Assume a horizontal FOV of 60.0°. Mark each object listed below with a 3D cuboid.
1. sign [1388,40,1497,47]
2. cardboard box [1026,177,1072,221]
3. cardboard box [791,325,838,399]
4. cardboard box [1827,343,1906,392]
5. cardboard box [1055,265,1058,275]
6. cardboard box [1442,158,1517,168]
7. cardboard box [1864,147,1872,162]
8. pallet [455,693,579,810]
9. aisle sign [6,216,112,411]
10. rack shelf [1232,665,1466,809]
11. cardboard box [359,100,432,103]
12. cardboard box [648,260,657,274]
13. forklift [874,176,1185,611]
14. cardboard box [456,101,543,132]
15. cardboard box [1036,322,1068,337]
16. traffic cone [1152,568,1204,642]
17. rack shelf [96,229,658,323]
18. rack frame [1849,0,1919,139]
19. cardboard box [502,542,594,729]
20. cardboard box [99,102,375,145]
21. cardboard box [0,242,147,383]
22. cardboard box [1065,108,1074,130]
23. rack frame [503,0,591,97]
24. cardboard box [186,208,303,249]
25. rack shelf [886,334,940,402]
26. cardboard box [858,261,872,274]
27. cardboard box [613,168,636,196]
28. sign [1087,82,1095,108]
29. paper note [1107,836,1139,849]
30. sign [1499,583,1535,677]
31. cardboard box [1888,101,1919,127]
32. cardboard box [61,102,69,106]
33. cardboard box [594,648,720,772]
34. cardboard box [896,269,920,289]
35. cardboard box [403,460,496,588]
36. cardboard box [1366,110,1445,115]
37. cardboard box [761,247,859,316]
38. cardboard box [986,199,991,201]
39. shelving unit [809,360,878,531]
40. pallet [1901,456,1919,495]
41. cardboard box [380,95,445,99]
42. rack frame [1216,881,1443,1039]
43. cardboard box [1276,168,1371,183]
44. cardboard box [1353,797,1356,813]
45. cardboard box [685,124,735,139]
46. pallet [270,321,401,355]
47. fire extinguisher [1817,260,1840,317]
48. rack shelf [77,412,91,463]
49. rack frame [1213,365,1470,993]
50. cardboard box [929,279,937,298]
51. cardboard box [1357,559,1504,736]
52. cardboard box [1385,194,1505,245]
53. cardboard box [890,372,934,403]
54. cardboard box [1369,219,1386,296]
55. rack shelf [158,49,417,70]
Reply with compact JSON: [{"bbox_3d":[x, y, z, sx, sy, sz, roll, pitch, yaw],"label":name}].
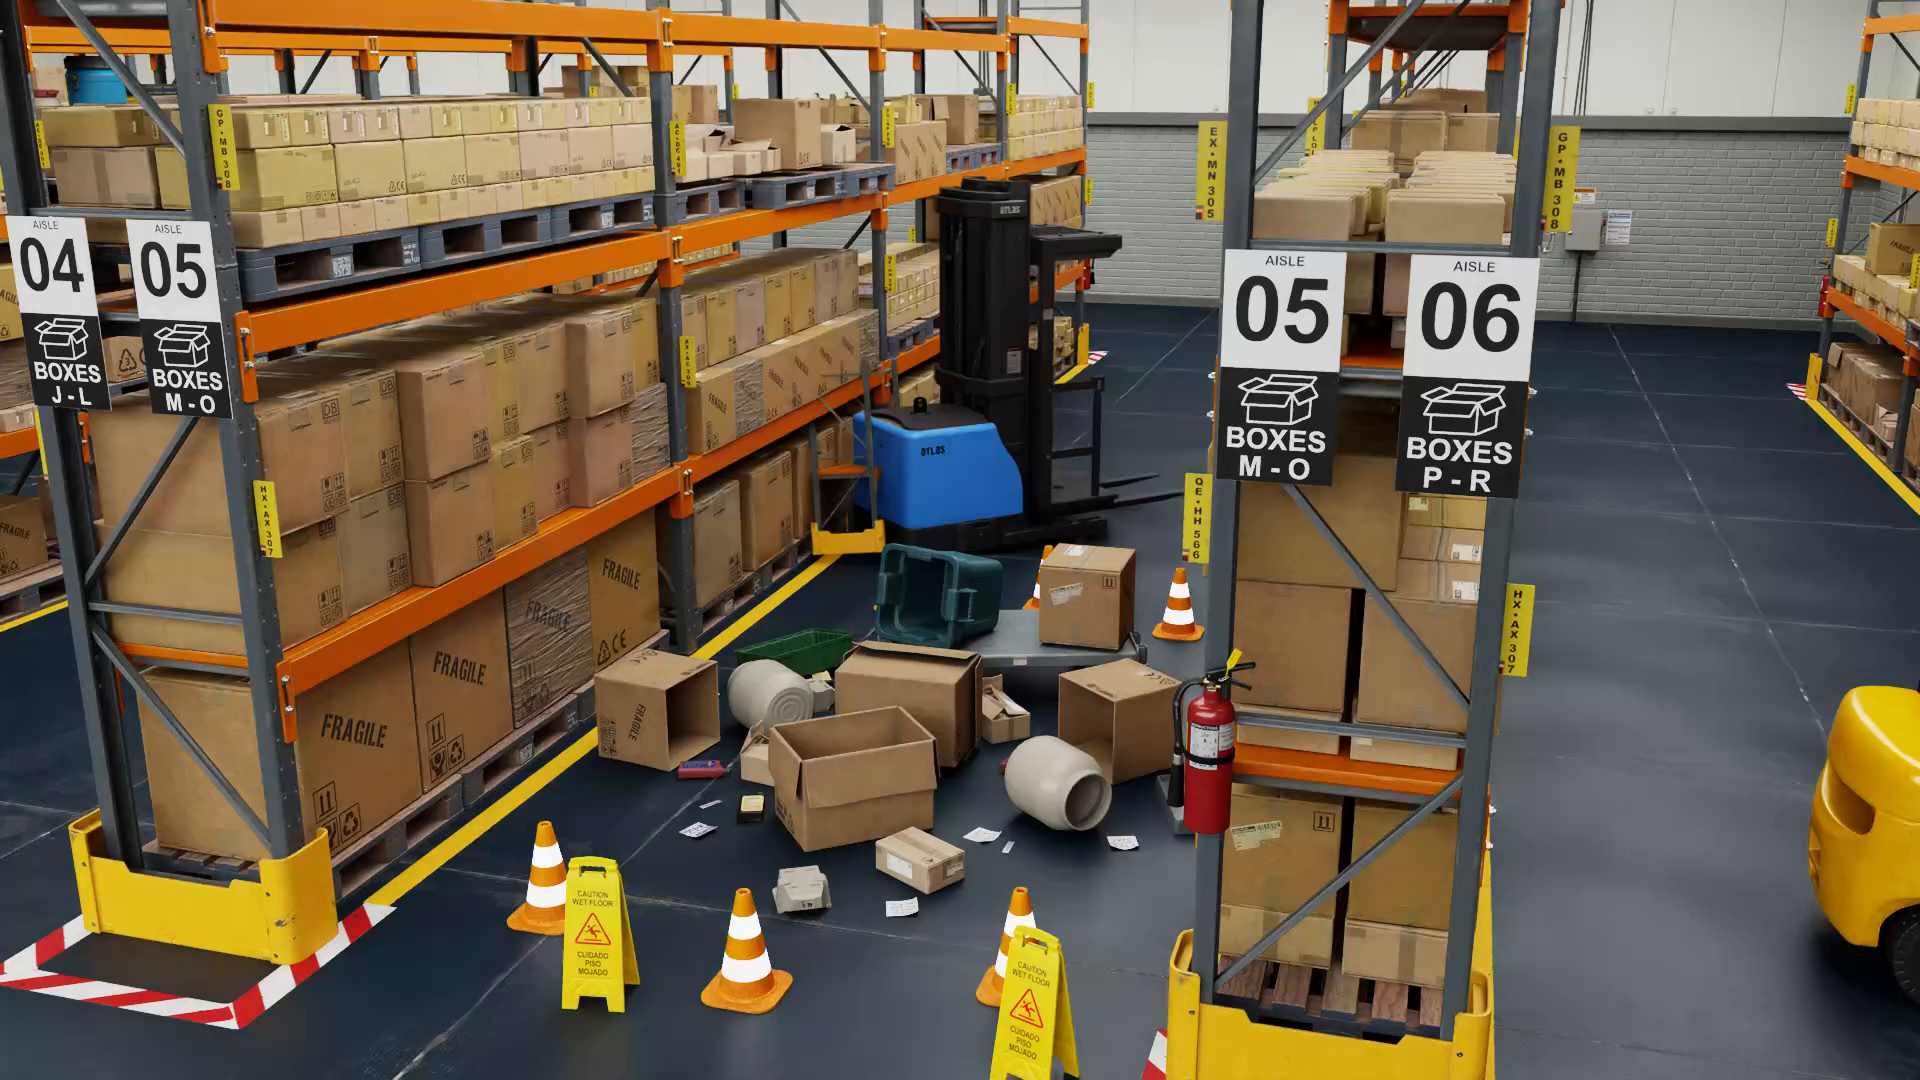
[{"bbox_3d":[-2.495,-5.090,16.242,14.778,0.525,3.839,5,16,16],"label":"sign"},{"bbox_3d":[1.107,-4.262,20.799,0.500,0.500,0.500,4,16,14],"label":"cardboard box"},{"bbox_3d":[-1.286,-1.417,13.145,0.500,0.500,0.500,4,16,15],"label":"cardboard box"},{"bbox_3d":[10.413,-1.969,19.079,0.797,0.503,0.637,4,16,14],"label":"cardboard box"},{"bbox_3d":[1.004,-3.370,20.672,0.380,0.149,0.250,4,16,13],"label":"cardboard box"},{"bbox_3d":[2.518,-1.758,8.031,0.380,0.149,0.250,5,17,18],"label":"cardboard box"},{"bbox_3d":[10.056,-4.184,18.045,0.380,0.149,0.250,5,17,17],"label":"cardboard box"},{"bbox_3d":[-2.903,1.132,9.450,1.003,0.211,1.213,5,16,16],"label":"pallet"},{"bbox_3d":[-3.712,-0.931,6.851,0.394,0.787,0.004,5,16,16],"label":"aisle sign"},{"bbox_3d":[1.939,0.410,7.845,0.919,0.124,3.809,5,16,16],"label":"rack shelf"},{"bbox_3d":[-3.057,-2.276,8.907,0.380,0.149,0.250,5,16,16],"label":"cardboard box"},{"bbox_3d":[-4.023,-3.431,20.888,0.380,0.149,0.250,4,16,15],"label":"cardboard box"},{"bbox_3d":[0.577,-1.344,13.197,3.778,2.935,2.125,-9,18,-29],"label":"forklift"},{"bbox_3d":[-2.425,-2.228,8.735,0.380,0.149,0.250,4,16,15],"label":"cardboard box"},{"bbox_3d":[1.157,-2.681,21.151,0.380,0.149,0.250,4,16,15],"label":"cardboard box"},{"bbox_3d":[1.517,0.423,11.491,0.336,0.463,0.334,5,16,16],"label":"traffic cone"},{"bbox_3d":[-2.836,-1.424,8.686,0.919,0.052,3.809,5,16,16],"label":"rack shelf"},{"bbox_3d":[10.678,-6.007,18.515,1.000,3.000,0.127,5,16,16],"label":"rack frame"},{"bbox_3d":[-2.766,0.493,9.718,0.875,0.875,0.875,5,17,16],"label":"cardboard box"},{"bbox_3d":[-3.381,-1.978,7.857,0.388,0.149,1.526,5,17,16],"label":"cardboard box"},{"bbox_3d":[-6.785,-1.642,12.638,1.134,1.210,1.638,5,16,16],"label":"cardboard box"},{"bbox_3d":[1.112,-5.199,20.524,0.500,0.250,0.500,4,16,14],"label":"cardboard box"},{"bbox_3d":[-4.721,-6.112,18.888,1.000,3.000,0.127,5,16,16],"label":"rack frame"},{"bbox_3d":[-2.999,-1.313,6.972,0.380,0.149,0.250,5,17,16],"label":"cardboard box"},{"bbox_3d":[-0.562,-1.946,16.511,1.077,0.370,4.000,5,16,16],"label":"rack shelf"},{"bbox_3d":[-1.061,-2.638,16.234,0.380,0.149,0.250,5,17,19],"label":"cardboard box"},{"bbox_3d":[-2.136,-2.109,9.777,0.380,0.149,0.250,5,17,17],"label":"cardboard box"},{"bbox_3d":[1.669,-5.682,21.247,0.100,0.325,0.005,5,16,16],"label":"sign"},{"bbox_3d":[0.826,1.522,8.407,0.142,0.019,0.148,-1,16,-3],"label":"paper note"},{"bbox_3d":[1.891,0.307,5.663,0.100,0.325,0.005,5,16,16],"label":"sign"},{"bbox_3d":[9.883,-4.380,17.091,0.500,0.250,0.500,5,17,17],"label":"cardboard box"},{"bbox_3d":[-13.270,-6.238,24.186,0.500,0.250,0.500,5,16,16],"label":"cardboard box"},{"bbox_3d":[-1.725,0.965,9.507,0.500,0.500,0.500,8,18,25],"label":"cardboard box"},{"bbox_3d":[-0.590,-2.446,15.555,0.380,0.149,0.250,4,16,14],"label":"cardboard box"},{"bbox_3d":[-2.927,-0.131,8.519,0.875,0.550,0.550,5,16,16],"label":"cardboard box"},{"bbox_3d":[2.819,-2.608,10.621,0.500,0.250,0.500,5,17,17],"label":"cardboard box"},{"bbox_3d":[-1.268,-2.181,14.007,0.700,0.500,0.500,5,16,16],"label":"cardboard box"},{"bbox_3d":[0.368,-3.587,18.417,0.500,0.500,0.500,5,17,17],"label":"cardboard box"},{"bbox_3d":[-0.832,-0.696,13.481,0.500,1.500,0.985,-2,6,11],"label":"shelving unit"},{"bbox_3d":[9.346,-0.517,15.264,1.003,0.211,1.213,5,16,16],"label":"pallet"},{"bbox_3d":[-5.592,-4.271,16.940,0.500,0.500,0.500,6,17,19],"label":"cardboard box"},{"bbox_3d":[1.657,1.794,7.119,1.003,0.211,1.213,5,16,16],"label":"rack frame"},{"bbox_3d":[1.587,-1.539,7.262,0.380,0.149,0.250,5,17,17],"label":"cardboard box"},{"bbox_3d":[1.643,0.944,7.901,0.500,0.500,0.500,4,16,15],"label":"cardboard box"},{"bbox_3d":[-1.836,-2.981,12.557,0.500,0.311,0.500,4,16,15],"label":"cardboard box"},{"bbox_3d":[-5.958,-1.893,15.357,1.213,0.211,1.003,5,16,16],"label":"pallet"},{"bbox_3d":[10.276,-2.978,19.657,0.296,0.674,0.183,5,16,16],"label":"fire extinguisher"},{"bbox_3d":[-6.426,-1.310,14.271,1.077,0.370,4.000,5,16,16],"label":"rack shelf"},{"bbox_3d":[1.374,0.682,5.928,0.949,2.616,0.053,5,16,16],"label":"rack frame"},{"bbox_3d":[-0.436,-2.441,16.084,0.380,0.149,0.250,4,16,15],"label":"cardboard box"},{"bbox_3d":[1.771,0.388,6.236,0.500,0.500,0.500,4,16,15],"label":"cardboard box"},{"bbox_3d":[1.667,-1.101,5.717,0.380,0.149,0.250,5,16,15],"label":"cardboard box"},{"bbox_3d":[-0.559,-1.423,15.787,0.500,0.250,0.500,4,16,15],"label":"cardboard box"},{"bbox_3d":[1.415,-1.118,6.505,0.500,0.250,0.500,4,16,15],"label":"cardboard box"},{"bbox_3d":[-8.901,-6.481,22.240,1.077,0.370,4.000,5,16,16],"label":"rack shelf"}]
